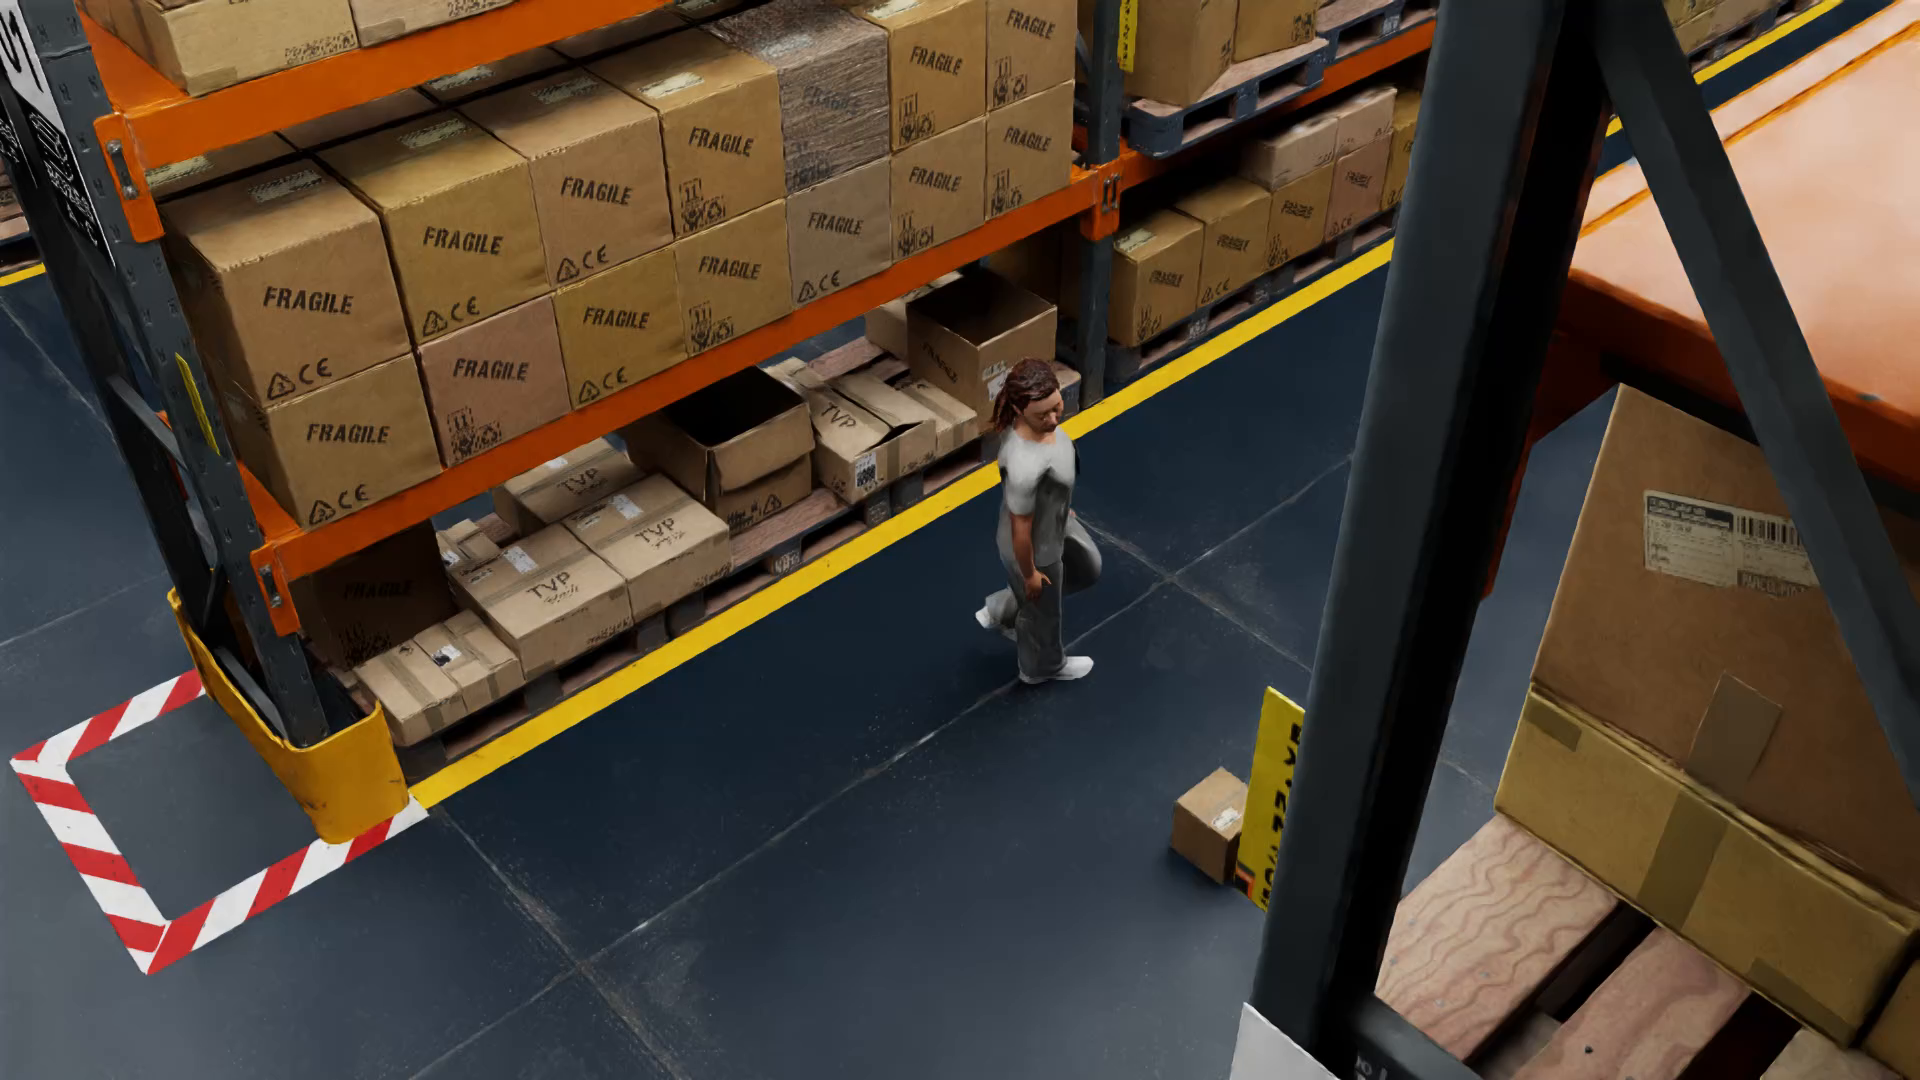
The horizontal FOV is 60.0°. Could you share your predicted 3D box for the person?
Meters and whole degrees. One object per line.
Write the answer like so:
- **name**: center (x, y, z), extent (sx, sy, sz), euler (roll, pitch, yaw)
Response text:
- **person**: center (0.299, -0.011, 6.182), extent (0.491, 1.659, 0.540), euler (2, 40, 2)
